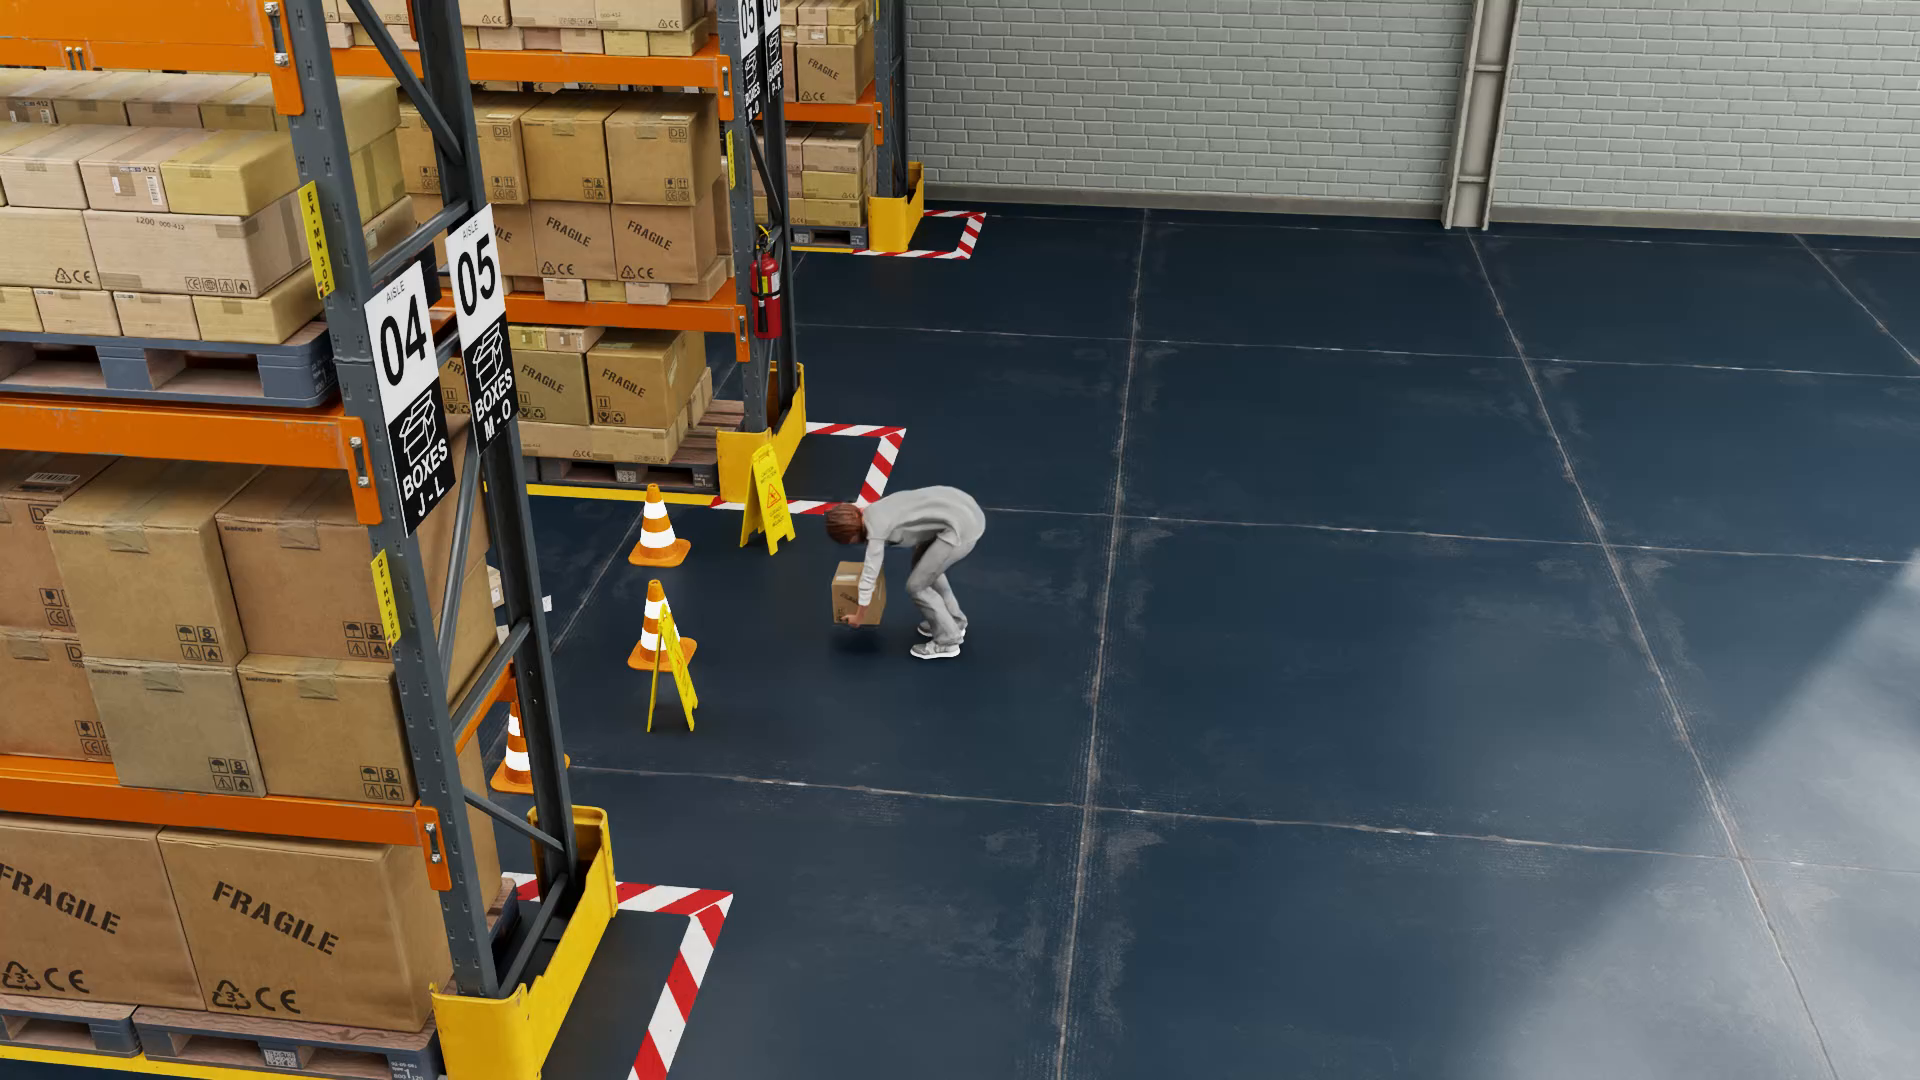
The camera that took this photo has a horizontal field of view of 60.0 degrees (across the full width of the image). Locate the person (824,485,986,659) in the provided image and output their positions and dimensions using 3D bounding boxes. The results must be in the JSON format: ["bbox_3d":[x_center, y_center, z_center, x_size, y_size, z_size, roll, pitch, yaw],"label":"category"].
[{"bbox_3d":[-0.296,0.155,9.016,0.868,0.959,0.409,2,29,4],"label":"person"}]
